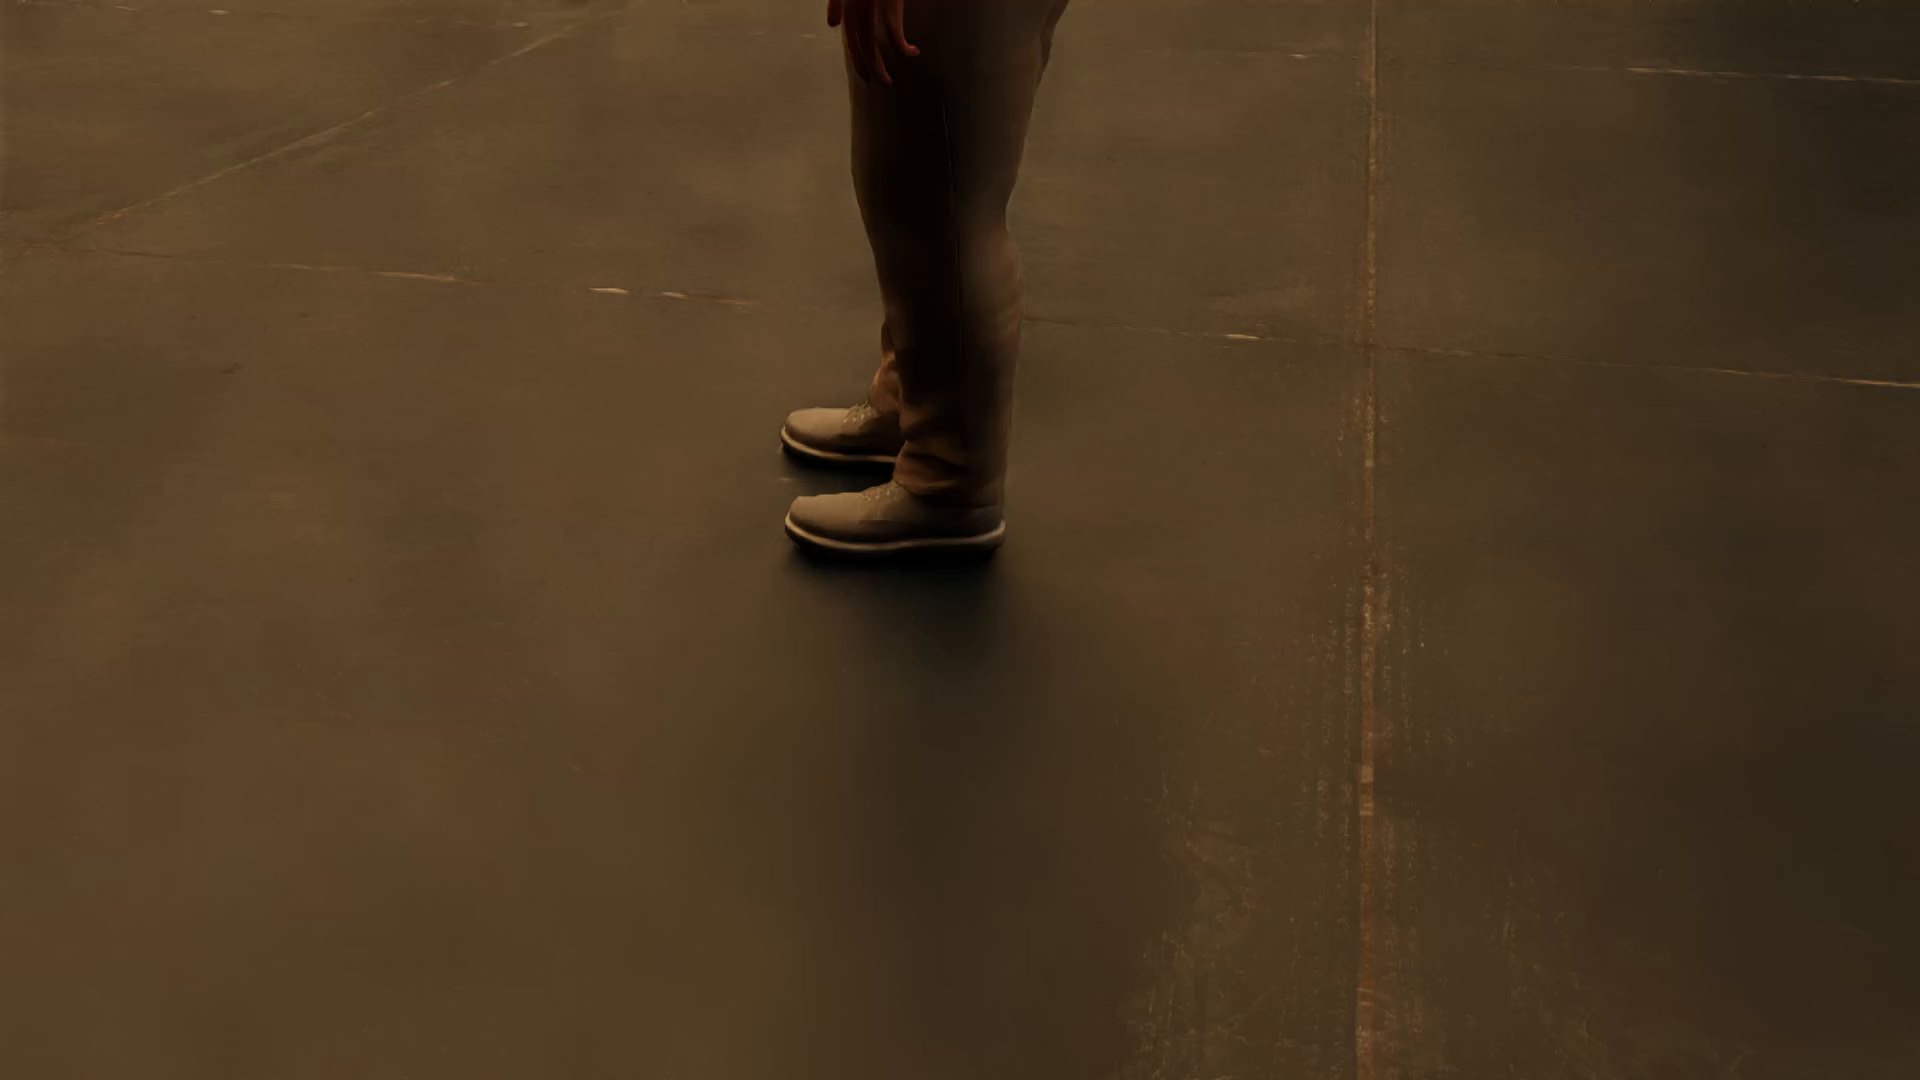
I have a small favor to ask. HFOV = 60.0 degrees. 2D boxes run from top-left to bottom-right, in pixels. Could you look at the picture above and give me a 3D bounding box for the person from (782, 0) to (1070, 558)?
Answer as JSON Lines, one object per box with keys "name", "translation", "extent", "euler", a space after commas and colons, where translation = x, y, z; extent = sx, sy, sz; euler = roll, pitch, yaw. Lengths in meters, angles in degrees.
{"name": "person", "translation": [-0.085, -0.791, 2.136], "extent": [0.550, 1.723, 0.640], "euler": [6, 27, 11]}
